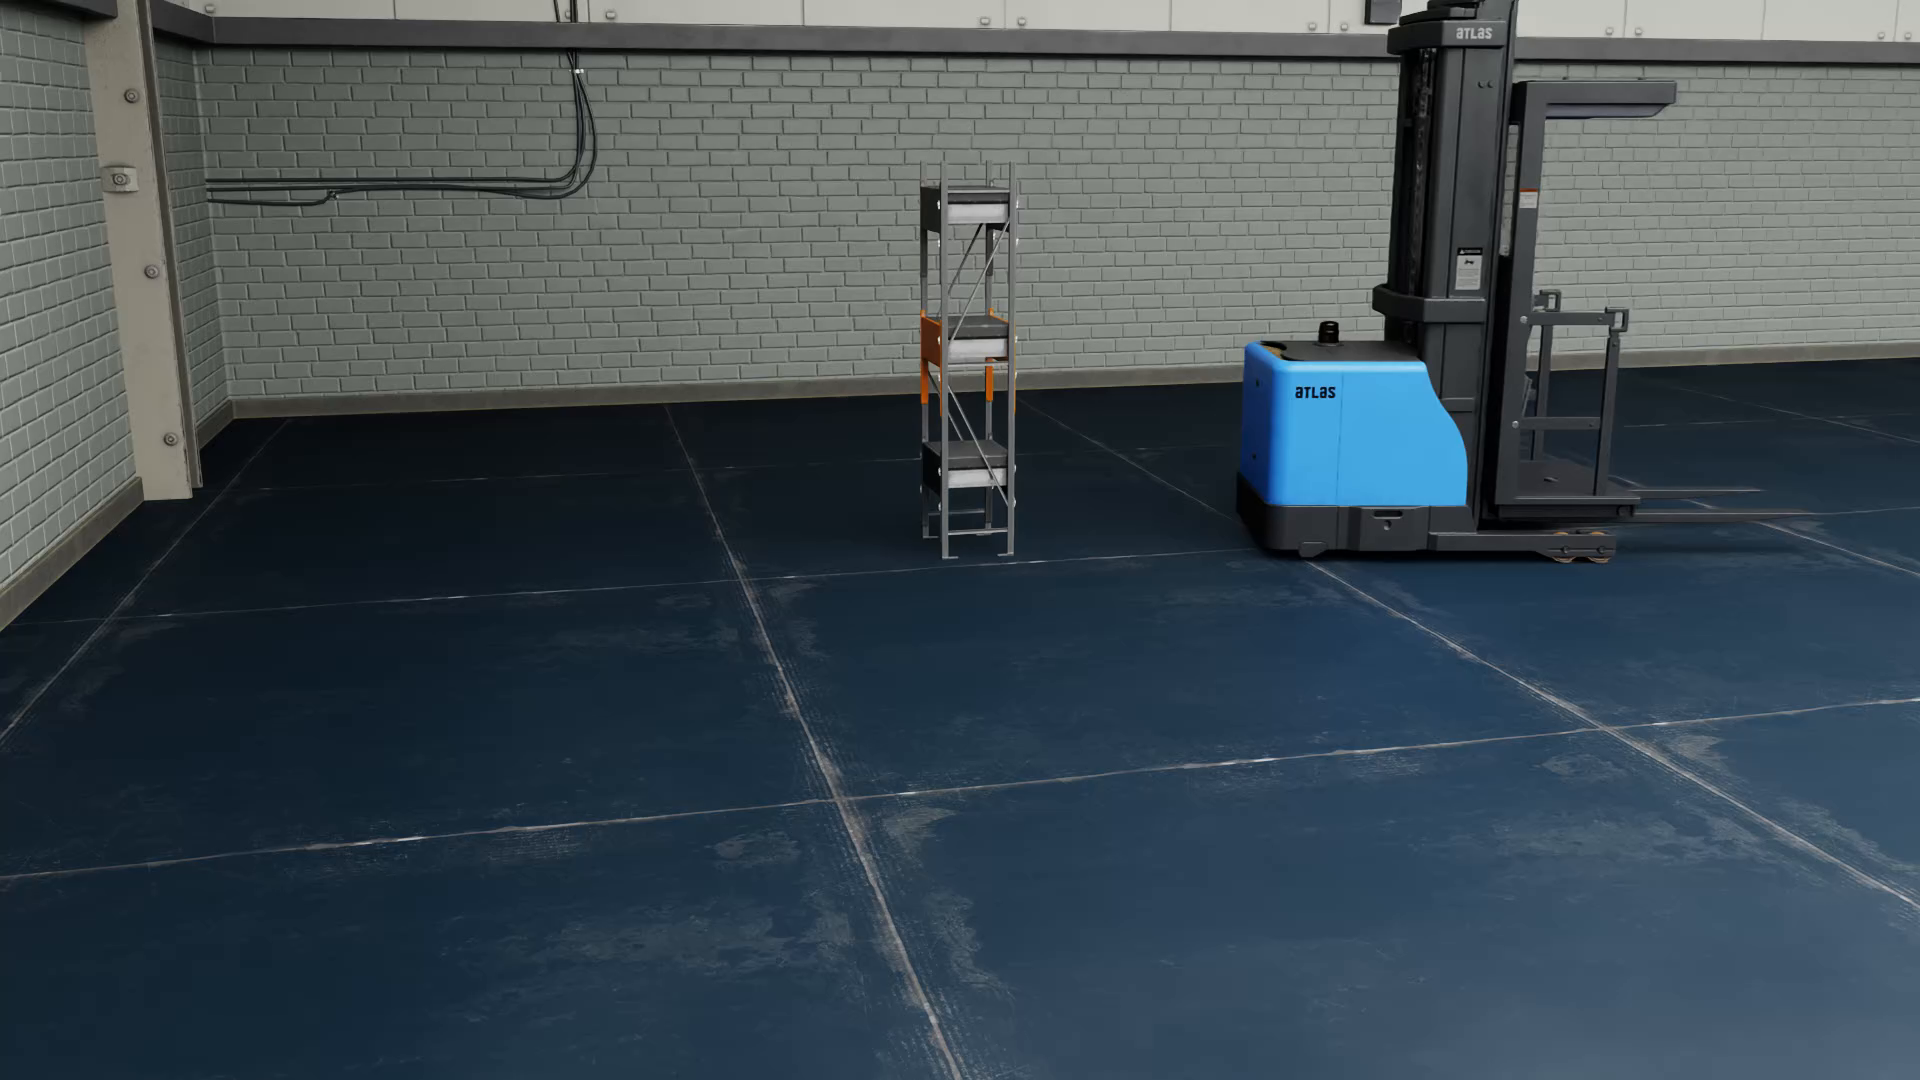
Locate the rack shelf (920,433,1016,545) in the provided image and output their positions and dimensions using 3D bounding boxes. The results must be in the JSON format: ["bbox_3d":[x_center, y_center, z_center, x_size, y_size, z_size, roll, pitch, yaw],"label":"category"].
[{"bbox_3d":[0.039,-0.289,9.191,0.431,0.518,0.480,-3,14,-13],"label":"rack shelf"}]

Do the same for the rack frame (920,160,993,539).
[{"bbox_3d":[-0.018,-1.038,9.252,0.400,2.100,0.015,-3,14,-13],"label":"rack frame"}]

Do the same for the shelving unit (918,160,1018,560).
[{"bbox_3d":[0.039,-0.982,9.022,0.431,2.100,0.503,-3,14,-13],"label":"shelving unit"}]

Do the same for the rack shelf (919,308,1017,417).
[{"bbox_3d":[0.039,-0.969,9.025,0.431,0.518,0.480,-3,14,-13],"label":"rack shelf"}]

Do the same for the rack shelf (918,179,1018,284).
[{"bbox_3d":[0.039,-1.649,8.859,0.431,0.518,0.480,-3,14,-13],"label":"rack shelf"}]

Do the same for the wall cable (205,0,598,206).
[{"bbox_3d":[-4.463,-3.917,13.043,3.097,2.526,0.112,-3,14,-13],"label":"wall cable"}]

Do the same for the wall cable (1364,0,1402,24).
[{"bbox_3d":[4.769,-7.603,14.422,2.305,6.003,0.169,-3,14,-13],"label":"wall cable"}]

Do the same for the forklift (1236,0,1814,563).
[{"bbox_3d":[3.147,-1.427,9.093,3.031,2.935,1.130,0,14,0],"label":"forklift"}]

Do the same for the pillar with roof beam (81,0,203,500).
[{"bbox_3d":[-0.872,-4.912,10.573,9.100,9.000,0.400,-3,14,-13],"label":"pillar with roof beam"}]

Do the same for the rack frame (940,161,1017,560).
[{"bbox_3d":[0.096,-0.926,8.791,0.400,2.100,0.015,-3,14,-13],"label":"rack frame"}]
